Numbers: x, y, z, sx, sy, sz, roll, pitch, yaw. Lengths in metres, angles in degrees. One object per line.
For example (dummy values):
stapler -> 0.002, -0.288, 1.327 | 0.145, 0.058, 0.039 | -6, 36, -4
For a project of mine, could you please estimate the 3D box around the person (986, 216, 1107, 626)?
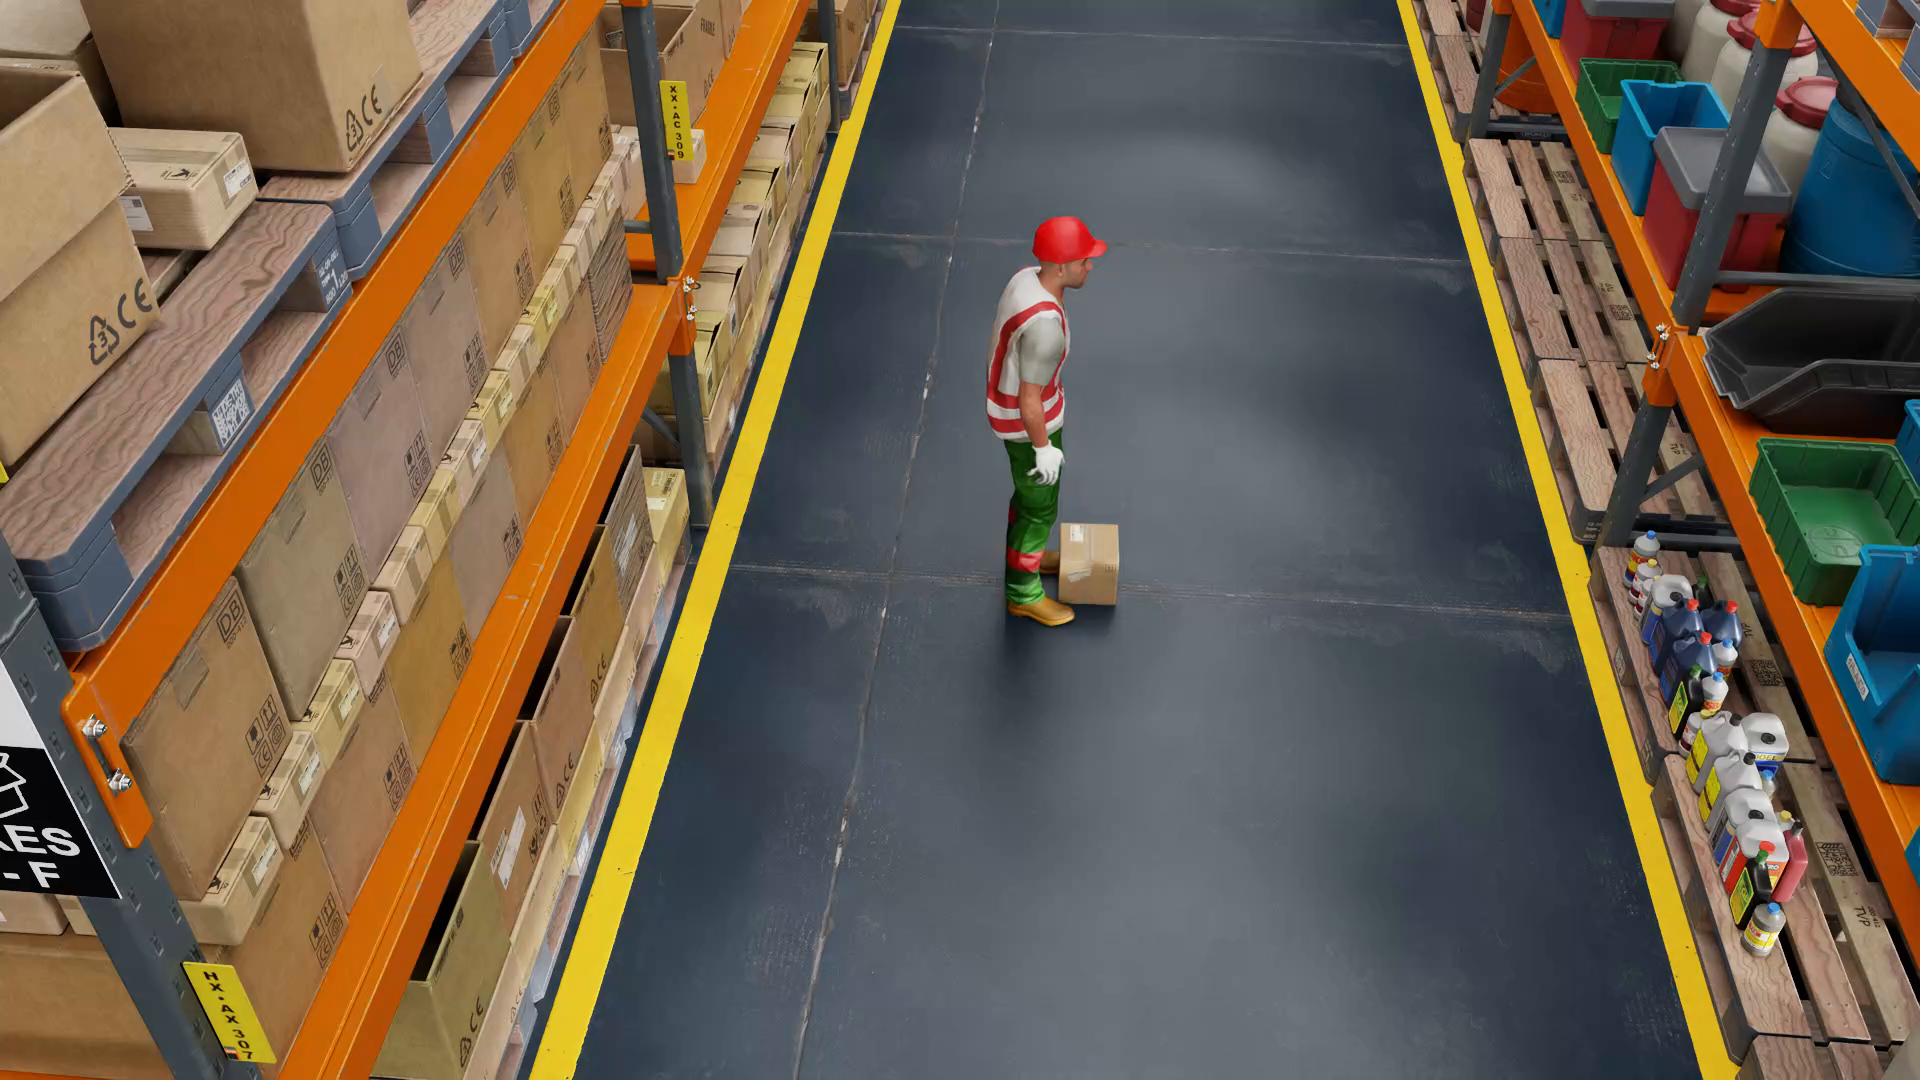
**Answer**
person -> 0.329, -0.496, 6.743 | 0.453, 1.778, 0.616 | 1, 40, 1
